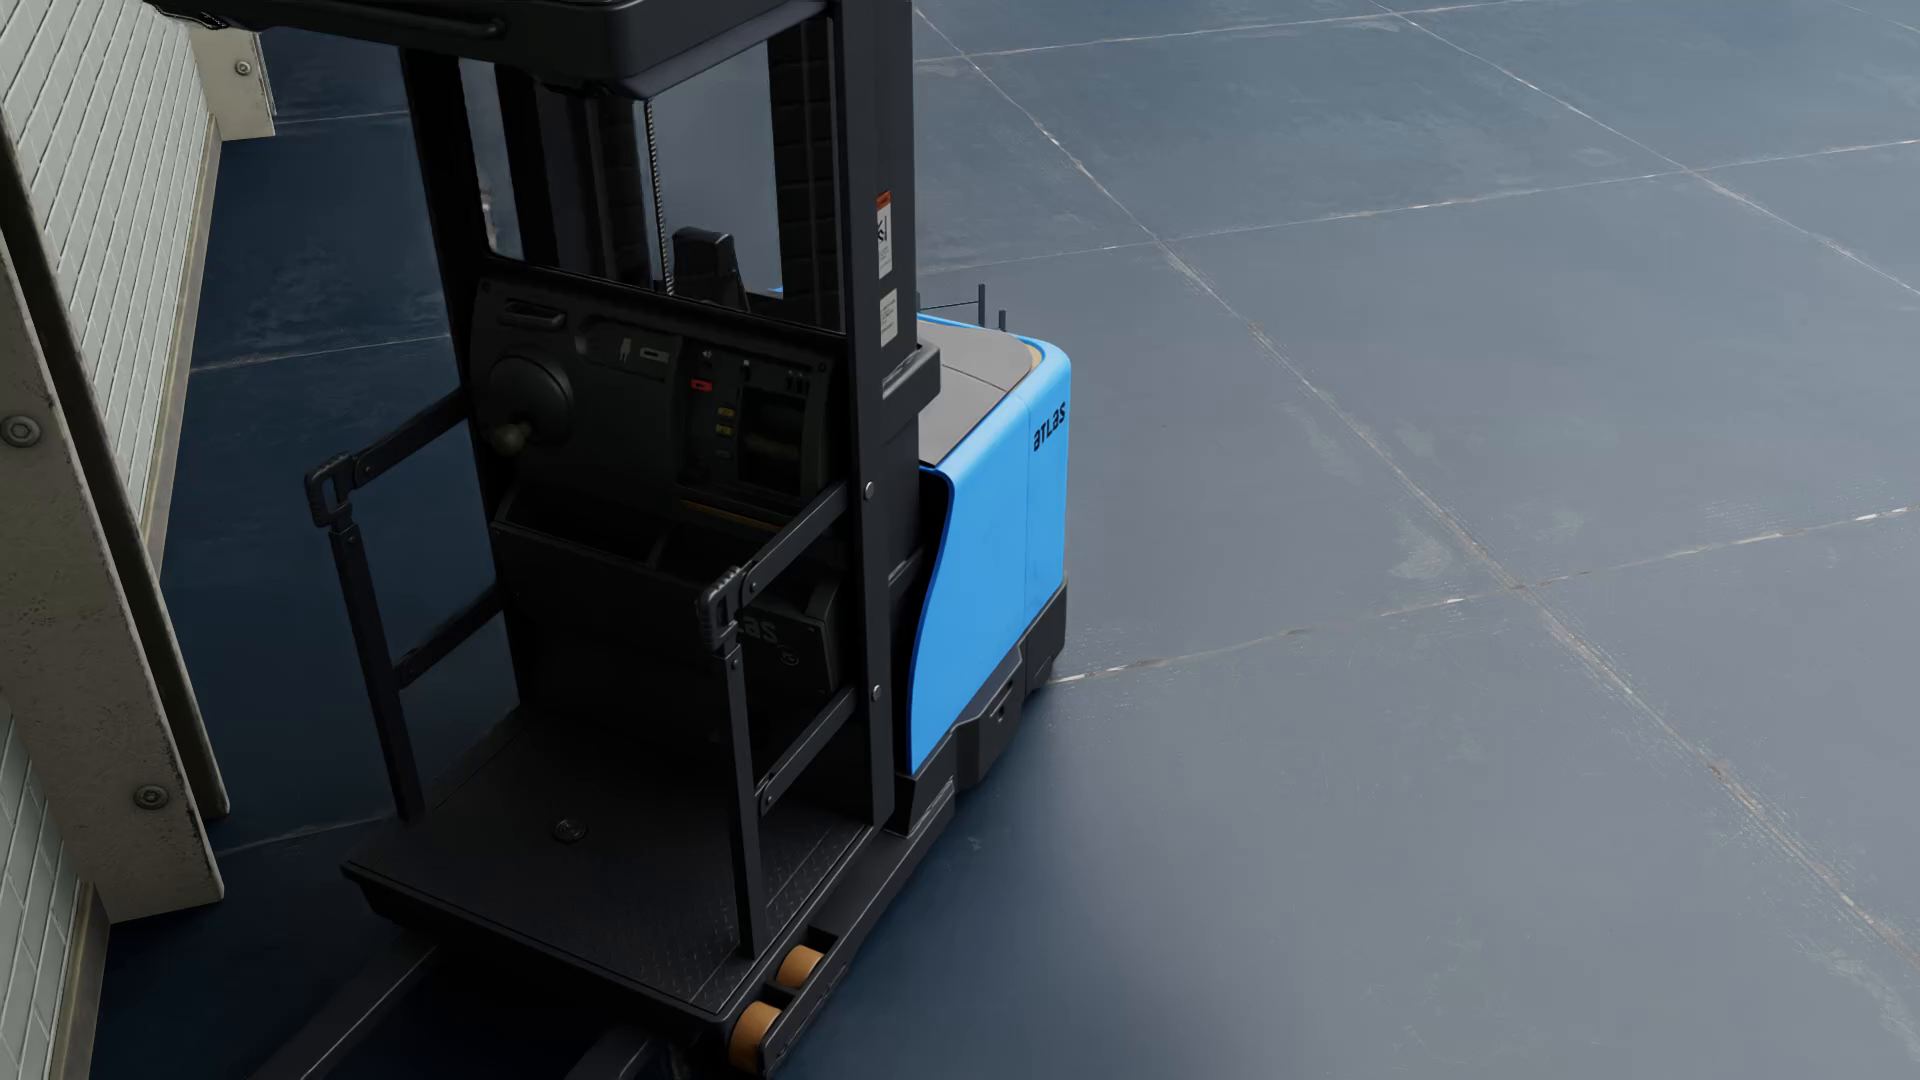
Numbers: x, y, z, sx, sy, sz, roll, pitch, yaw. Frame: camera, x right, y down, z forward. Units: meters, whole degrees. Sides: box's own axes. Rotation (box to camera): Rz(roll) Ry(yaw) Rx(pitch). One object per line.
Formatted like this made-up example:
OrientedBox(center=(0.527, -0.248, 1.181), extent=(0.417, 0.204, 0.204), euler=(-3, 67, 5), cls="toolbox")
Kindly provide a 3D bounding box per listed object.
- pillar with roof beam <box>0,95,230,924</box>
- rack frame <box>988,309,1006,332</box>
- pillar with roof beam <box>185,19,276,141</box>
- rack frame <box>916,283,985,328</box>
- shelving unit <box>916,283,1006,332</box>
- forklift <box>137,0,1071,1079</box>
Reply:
OrientedBox(center=(1.973, -3.619, 3.064), extent=(9.100, 9.000, 0.400), euler=(-10, 35, -15), cls="pillar with roof beam")
OrientedBox(center=(0.029, -0.326, 5.428), extent=(0.240, 0.900, 0.006), euler=(-10, 35, -15), cls="rack frame")
OrientedBox(center=(0.143, -6.769, 7.831), extent=(9.100, 9.000, 0.400), euler=(-10, 35, -15), cls="pillar with roof beam")
OrientedBox(center=(-0.033, -0.433, 5.589), extent=(0.240, 0.900, 0.006), euler=(-10, 35, -15), cls="rack frame")
OrientedBox(center=(-0.002, -0.380, 5.508), extent=(0.258, 0.900, 0.210), euler=(-10, 35, -15), cls="shelving unit")
OrientedBox(center=(-0.783, -0.260, 3.485), extent=(1.130, 2.935, 3.031), euler=(15, 36, 22), cls="forklift")
